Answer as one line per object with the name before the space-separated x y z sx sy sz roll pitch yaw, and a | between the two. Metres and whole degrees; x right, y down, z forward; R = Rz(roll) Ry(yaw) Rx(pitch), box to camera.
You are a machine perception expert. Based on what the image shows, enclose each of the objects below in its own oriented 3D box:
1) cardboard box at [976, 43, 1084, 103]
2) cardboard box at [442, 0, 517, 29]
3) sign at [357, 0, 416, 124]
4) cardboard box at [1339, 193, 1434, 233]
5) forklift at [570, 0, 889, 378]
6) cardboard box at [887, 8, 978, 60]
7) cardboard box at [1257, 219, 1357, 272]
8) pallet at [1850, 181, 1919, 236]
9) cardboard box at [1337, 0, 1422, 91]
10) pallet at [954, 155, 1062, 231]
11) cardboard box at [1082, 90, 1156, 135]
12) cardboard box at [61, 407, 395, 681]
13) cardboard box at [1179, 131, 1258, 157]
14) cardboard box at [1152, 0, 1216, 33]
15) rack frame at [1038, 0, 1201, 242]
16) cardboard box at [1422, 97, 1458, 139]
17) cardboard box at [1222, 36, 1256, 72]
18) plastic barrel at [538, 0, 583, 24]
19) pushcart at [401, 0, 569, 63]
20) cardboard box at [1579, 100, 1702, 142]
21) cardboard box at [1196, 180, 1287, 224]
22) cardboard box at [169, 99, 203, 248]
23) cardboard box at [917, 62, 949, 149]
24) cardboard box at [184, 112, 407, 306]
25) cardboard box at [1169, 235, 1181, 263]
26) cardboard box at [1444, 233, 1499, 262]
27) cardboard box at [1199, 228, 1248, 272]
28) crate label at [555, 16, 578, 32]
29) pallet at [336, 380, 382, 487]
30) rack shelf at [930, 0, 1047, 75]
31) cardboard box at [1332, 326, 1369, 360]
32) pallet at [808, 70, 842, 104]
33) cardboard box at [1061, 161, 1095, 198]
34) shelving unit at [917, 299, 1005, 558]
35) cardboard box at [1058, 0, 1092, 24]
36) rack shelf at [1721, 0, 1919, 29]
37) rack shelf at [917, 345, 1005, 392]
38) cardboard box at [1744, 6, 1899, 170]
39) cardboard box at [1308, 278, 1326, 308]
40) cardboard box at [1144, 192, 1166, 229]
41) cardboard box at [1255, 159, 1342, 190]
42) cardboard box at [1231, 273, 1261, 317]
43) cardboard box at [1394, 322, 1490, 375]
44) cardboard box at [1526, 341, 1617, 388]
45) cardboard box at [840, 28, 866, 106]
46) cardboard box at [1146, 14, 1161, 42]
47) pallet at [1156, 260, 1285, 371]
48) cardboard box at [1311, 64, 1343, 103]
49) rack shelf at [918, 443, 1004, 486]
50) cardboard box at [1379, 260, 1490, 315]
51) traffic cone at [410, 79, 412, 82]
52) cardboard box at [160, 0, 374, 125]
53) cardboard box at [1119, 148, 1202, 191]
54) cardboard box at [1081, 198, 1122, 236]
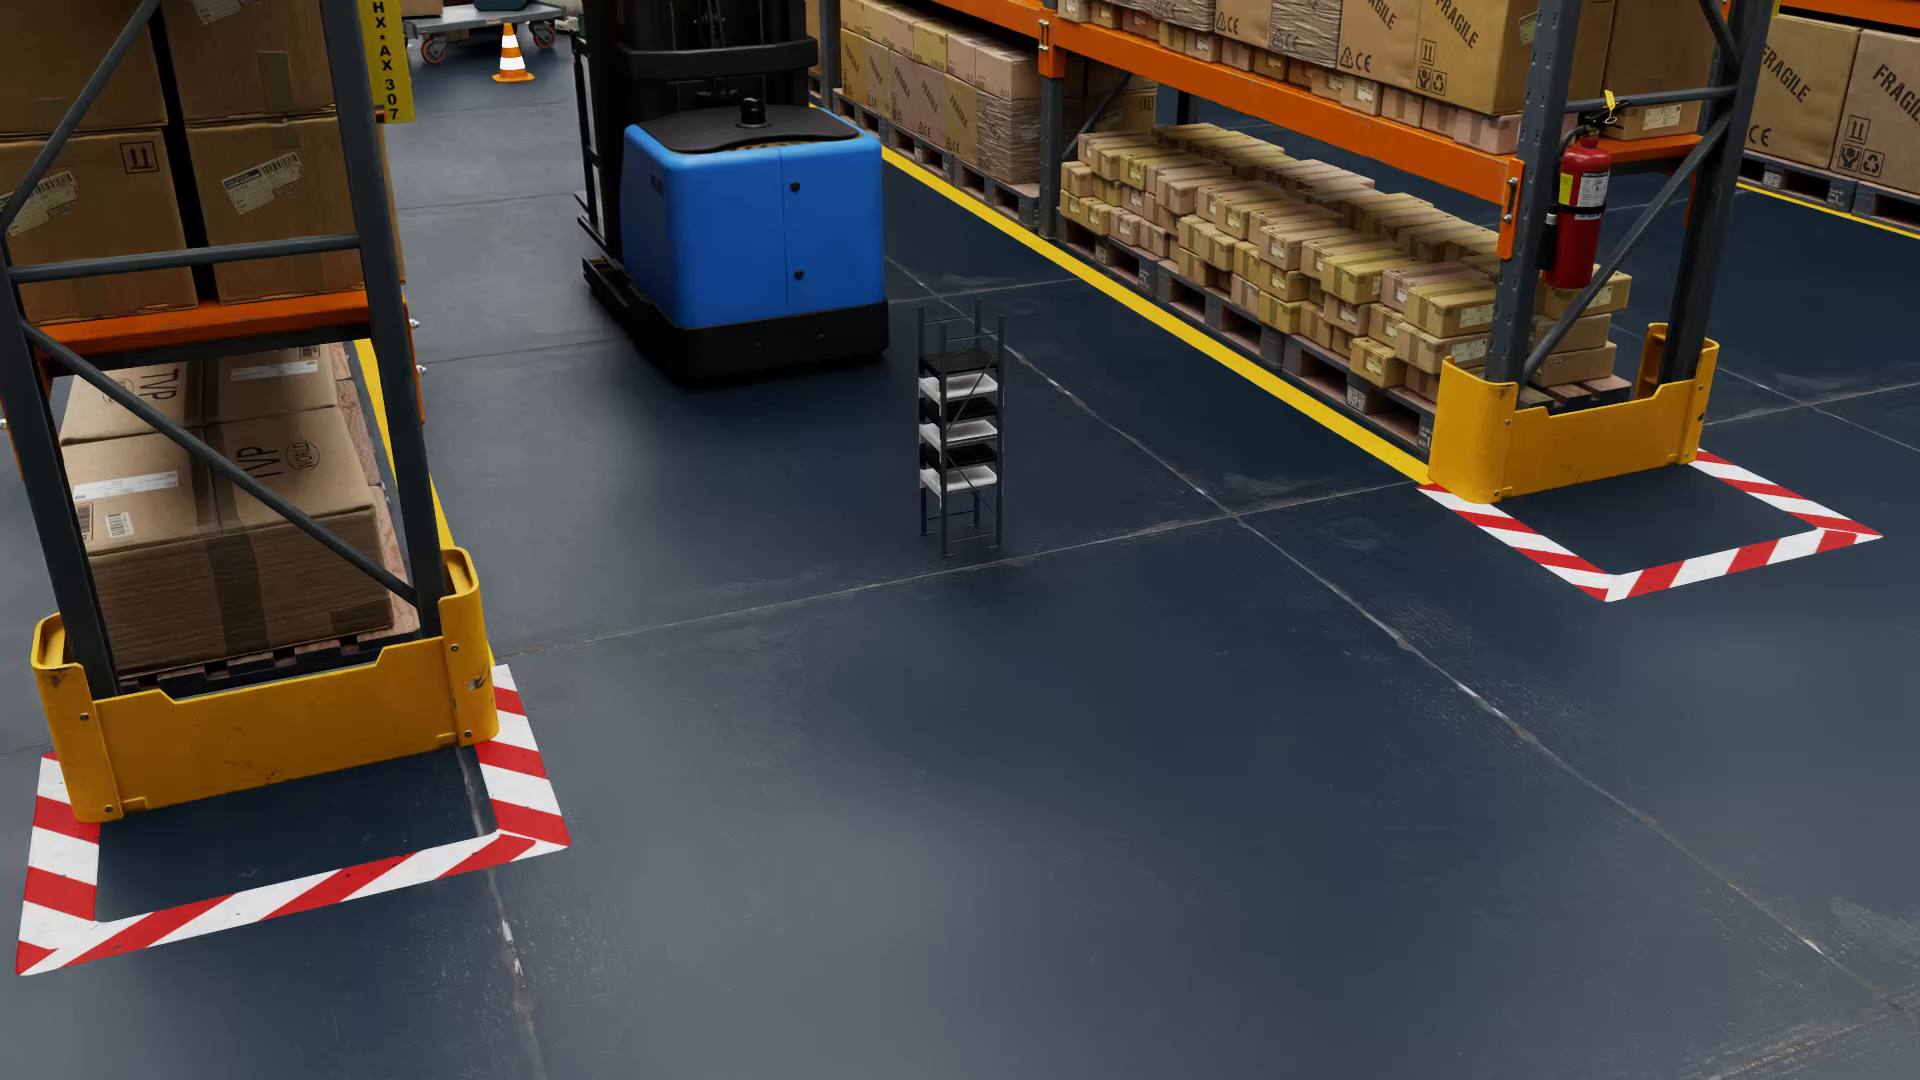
cardboard box | 0.428 -2.893 10.272 0.500 0.250 0.500 -11 28 -22
cardboard box | -4.871 -5.475 16.736 0.797 0.637 0.503 -11 28 -21
sign | -1.483 -1.245 4.303 0.100 0.325 0.005 -11 28 -21
cardboard box | 2.093 -1.591 8.183 0.380 0.149 0.250 -10 28 -20
forklift | -1.402 -2.675 8.388 1.130 2.935 3.031 -11 28 -21
cardboard box | -0.186 -3.524 11.564 0.500 0.250 0.500 -10 28 -20
cardboard box | 1.615 -1.372 7.734 0.380 0.149 0.250 -10 28 -19
pallet | 6.263 -1.978 10.060 1.003 0.211 1.213 -11 28 -21
cardboard box | 1.909 -2.143 6.767 0.500 0.500 0.500 -11 28 -21
pallet | 0.646 -2.294 10.708 1.003 0.211 1.213 -11 28 -21
cardboard box | 0.907 -2.643 10.614 0.500 0.500 0.500 -9 28 -19
cardboard box | -2.347 -0.014 5.301 0.875 0.438 0.875 -12 28 -22
cardboard box | 1.468 -2.213 9.456 0.380 0.149 0.250 -10 28 -20
cardboard box | 1.279 -2.761 8.032 0.500 0.500 0.500 -11 28 -22
rack frame | 0.952 -3.233 9.453 1.000 3.000 0.127 -11 28 -21
cardboard box | 2.068 -1.695 6.590 0.380 0.149 0.250 -11 28 -21
cardboard box | 1.470 -2.326 7.882 0.380 0.149 0.250 -9 28 -19
plastic barrel | -4.036 -5.500 17.031 0.512 0.421 0.421 8 27 15
pushcart | -4.617 -4.805 15.661 1.648 0.377 0.936 -22 34 -38
cardboard box | 2.694 -1.693 6.584 0.380 0.149 0.250 -11 28 -21
cardboard box | 1.425 -1.705 8.415 0.380 0.149 0.250 -12 28 -23
cardboard box | -2.611 -1.126 5.024 0.500 0.500 0.500 -11 28 -22
cardboard box | 0.033 -2.969 11.283 0.500 0.500 0.500 -11 28 -22
cardboard box | -1.920 -1.015 4.796 0.500 0.500 0.500 -11 28 -21
cardboard box | 1.332 -1.543 8.763 0.380 0.149 0.250 -12 28 -23
cardboard box | 2.427 -1.278 7.540 0.380 0.149 0.250 -11 28 -21
cardboard box | 1.413 -1.453 8.239 0.380 0.149 0.250 -10 28 -20
crate label | -3.917 -5.171 16.685 0.250 0.136 0.298 13 29 24
pallet | -2.855 -0.275 6.573 1.003 0.211 1.213 -11 28 -21
rack shelf | 0.169 -3.717 11.265 1.077 0.370 4.000 -11 28 -21
cardboard box | 1.903 -0.911 7.467 0.380 0.149 0.250 -11 28 -21
pallet | -0.853 -3.926 14.051 1.003 0.211 1.213 -11 28 -21
cardboard box | 0.800 -2.073 9.509 0.380 0.149 0.250 -9 28 -18
shelving unit | 0.003 -0.401 6.046 0.258 0.900 0.210 -11 28 -21
cardboard box | 0.762 -2.950 9.159 0.380 0.149 0.250 -10 28 -19
rack shelf | 6.339 -2.914 9.619 1.077 0.370 4.000 -11 28 -21
rack shelf | 0.003 -0.614 5.942 0.258 0.077 0.200 -11 28 -21
cardboard box | 5.741 -2.998 10.915 0.875 0.875 0.875 -11 28 -21
cardboard box | 1.834 -1.159 7.637 0.380 0.149 0.250 -11 28 -21
cardboard box | 1.213 -1.785 8.918 0.380 0.149 0.250 -12 29 -23
cardboard box | 1.793 -1.902 8.819 0.380 0.149 0.250 -12 28 -23
cardboard box | 1.548 -1.214 8.088 0.380 0.149 0.250 -10 28 -20
cardboard box | 2.050 -0.824 6.950 0.380 0.149 0.250 -11 28 -22
cardboard box | 2.608 -0.793 7.225 0.380 0.149 0.250 -10 28 -20
cardboard box | -0.572 -3.584 12.542 0.500 0.500 0.500 -12 28 -23
cardboard box | 1.186 -2.649 8.543 0.380 0.149 0.250 -12 28 -23
pallet | 1.730 -1.222 8.512 1.003 0.211 1.213 -11 28 -21
cardboard box | 1.759 -2.004 7.223 0.380 0.149 0.250 -12 28 -23
rack shelf | 0.003 -0.290 6.100 0.258 0.077 0.200 -11 28 -21
cardboard box | 2.033 -1.075 7.125 0.380 0.149 0.250 -10 28 -20
traffic cone | -4.922 -4.171 14.266 0.336 0.463 0.334 -11 28 -21
cardboard box | -1.922 -1.464 4.576 0.500 0.500 0.500 -11 28 -22
cardboard box | 1.094 -2.018 9.058 0.380 0.149 0.250 -11 28 -21
cardboard box | 0.904 -1.831 9.352 0.380 0.149 0.250 -10 28 -19
